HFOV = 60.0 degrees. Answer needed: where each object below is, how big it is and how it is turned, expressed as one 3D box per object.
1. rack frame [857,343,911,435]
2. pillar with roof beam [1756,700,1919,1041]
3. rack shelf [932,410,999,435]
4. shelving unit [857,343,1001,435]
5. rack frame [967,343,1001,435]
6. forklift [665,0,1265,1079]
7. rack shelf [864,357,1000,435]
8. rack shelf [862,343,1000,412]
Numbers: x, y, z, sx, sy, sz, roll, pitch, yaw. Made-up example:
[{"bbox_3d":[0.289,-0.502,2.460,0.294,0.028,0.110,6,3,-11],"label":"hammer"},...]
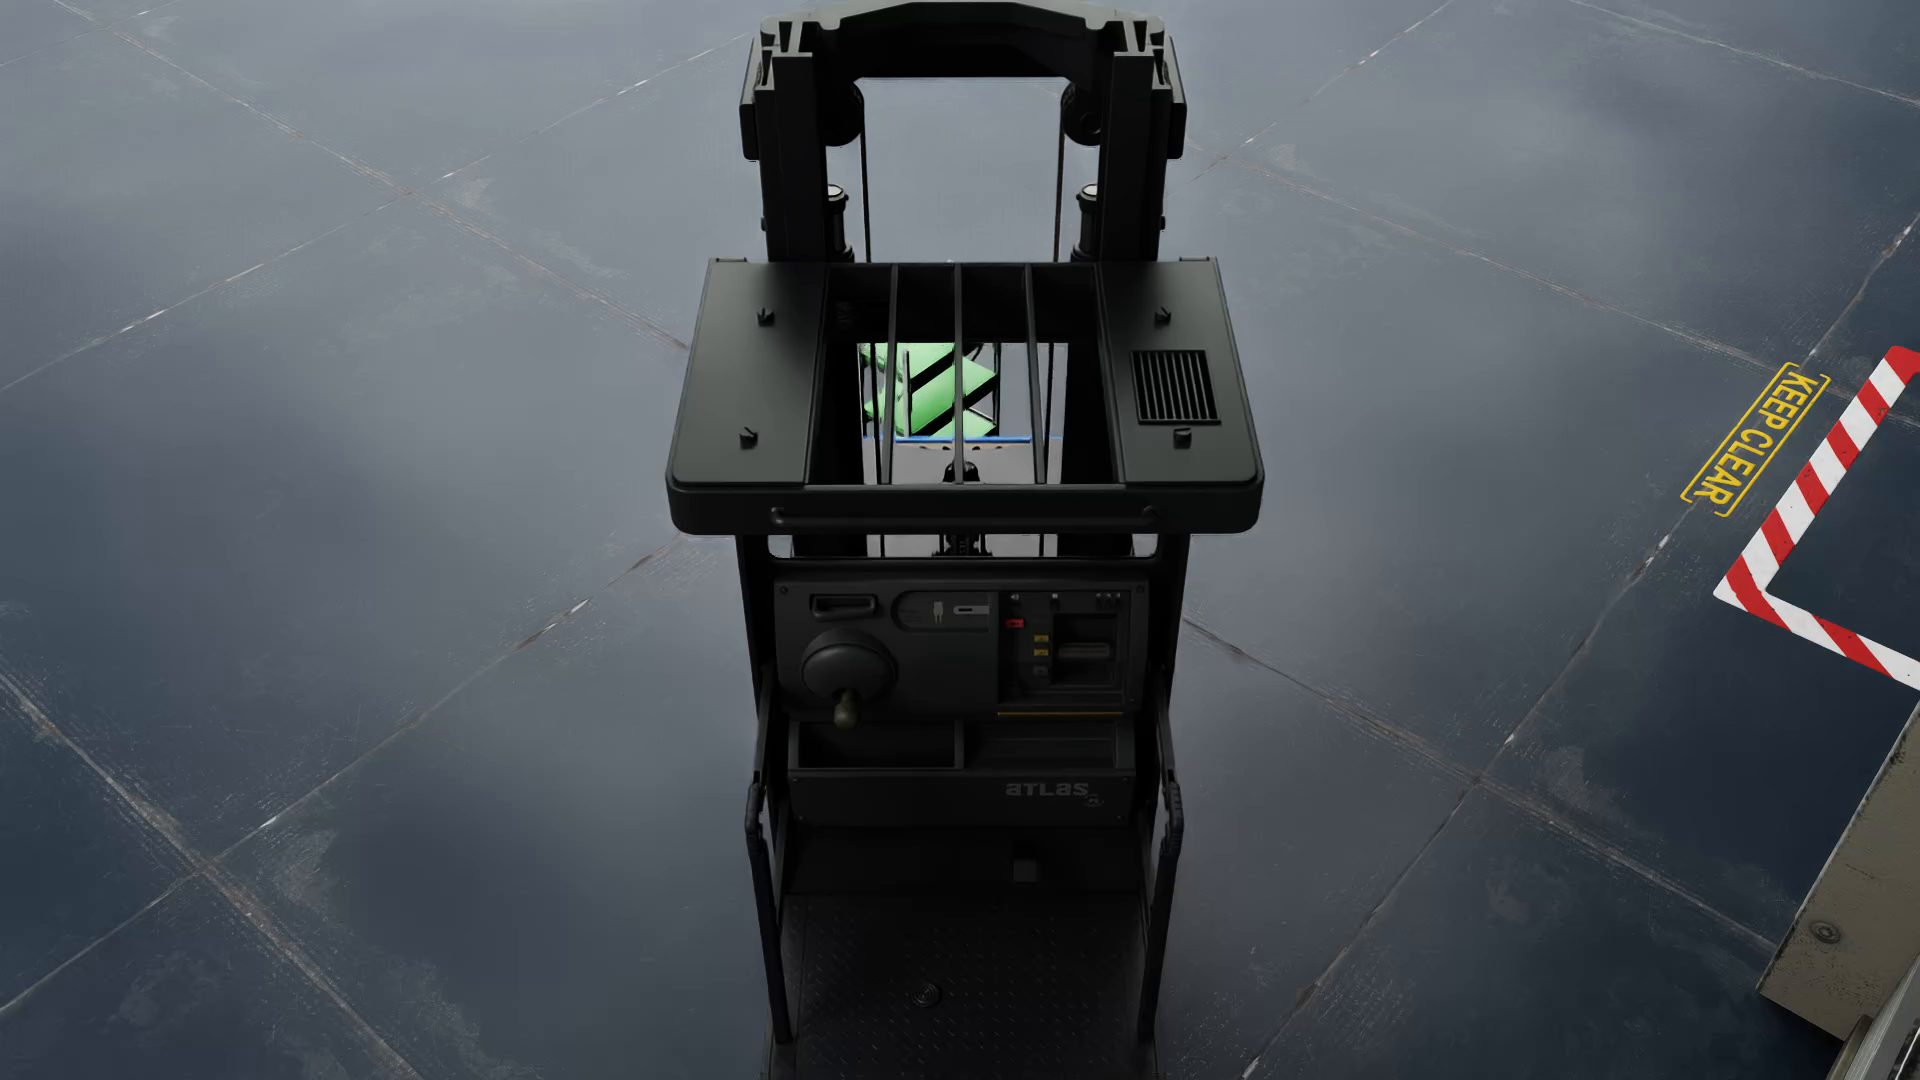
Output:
[{"bbox_3d":[-0.264,-0.233,5.945,0.240,1.200,0.015,29,50,28],"label":"rack frame"},{"bbox_3d":[-0.626,-3.857,4.133,9.100,9.000,0.400,29,50,28],"label":"pillar with roof beam"},{"bbox_3d":[-0.107,-0.311,6.126,0.258,0.148,0.480,29,50,28],"label":"rack shelf"},{"bbox_3d":[-0.107,-0.359,6.083,0.258,1.200,0.503,29,50,28],"label":"shelving unit"},{"bbox_3d":[0.050,-0.484,6.221,0.240,1.200,0.015,29,50,28],"label":"rack frame"},{"bbox_3d":[0.008,0.360,4.006,1.130,2.935,3.031,0,42,0],"label":"forklift"},{"bbox_3d":[-0.107,-0.489,5.965,0.258,0.148,0.480,29,50,28],"label":"rack shelf"},{"bbox_3d":[-0.107,-0.667,5.803,0.258,0.148,0.480,29,50,28],"label":"rack shelf"}]
